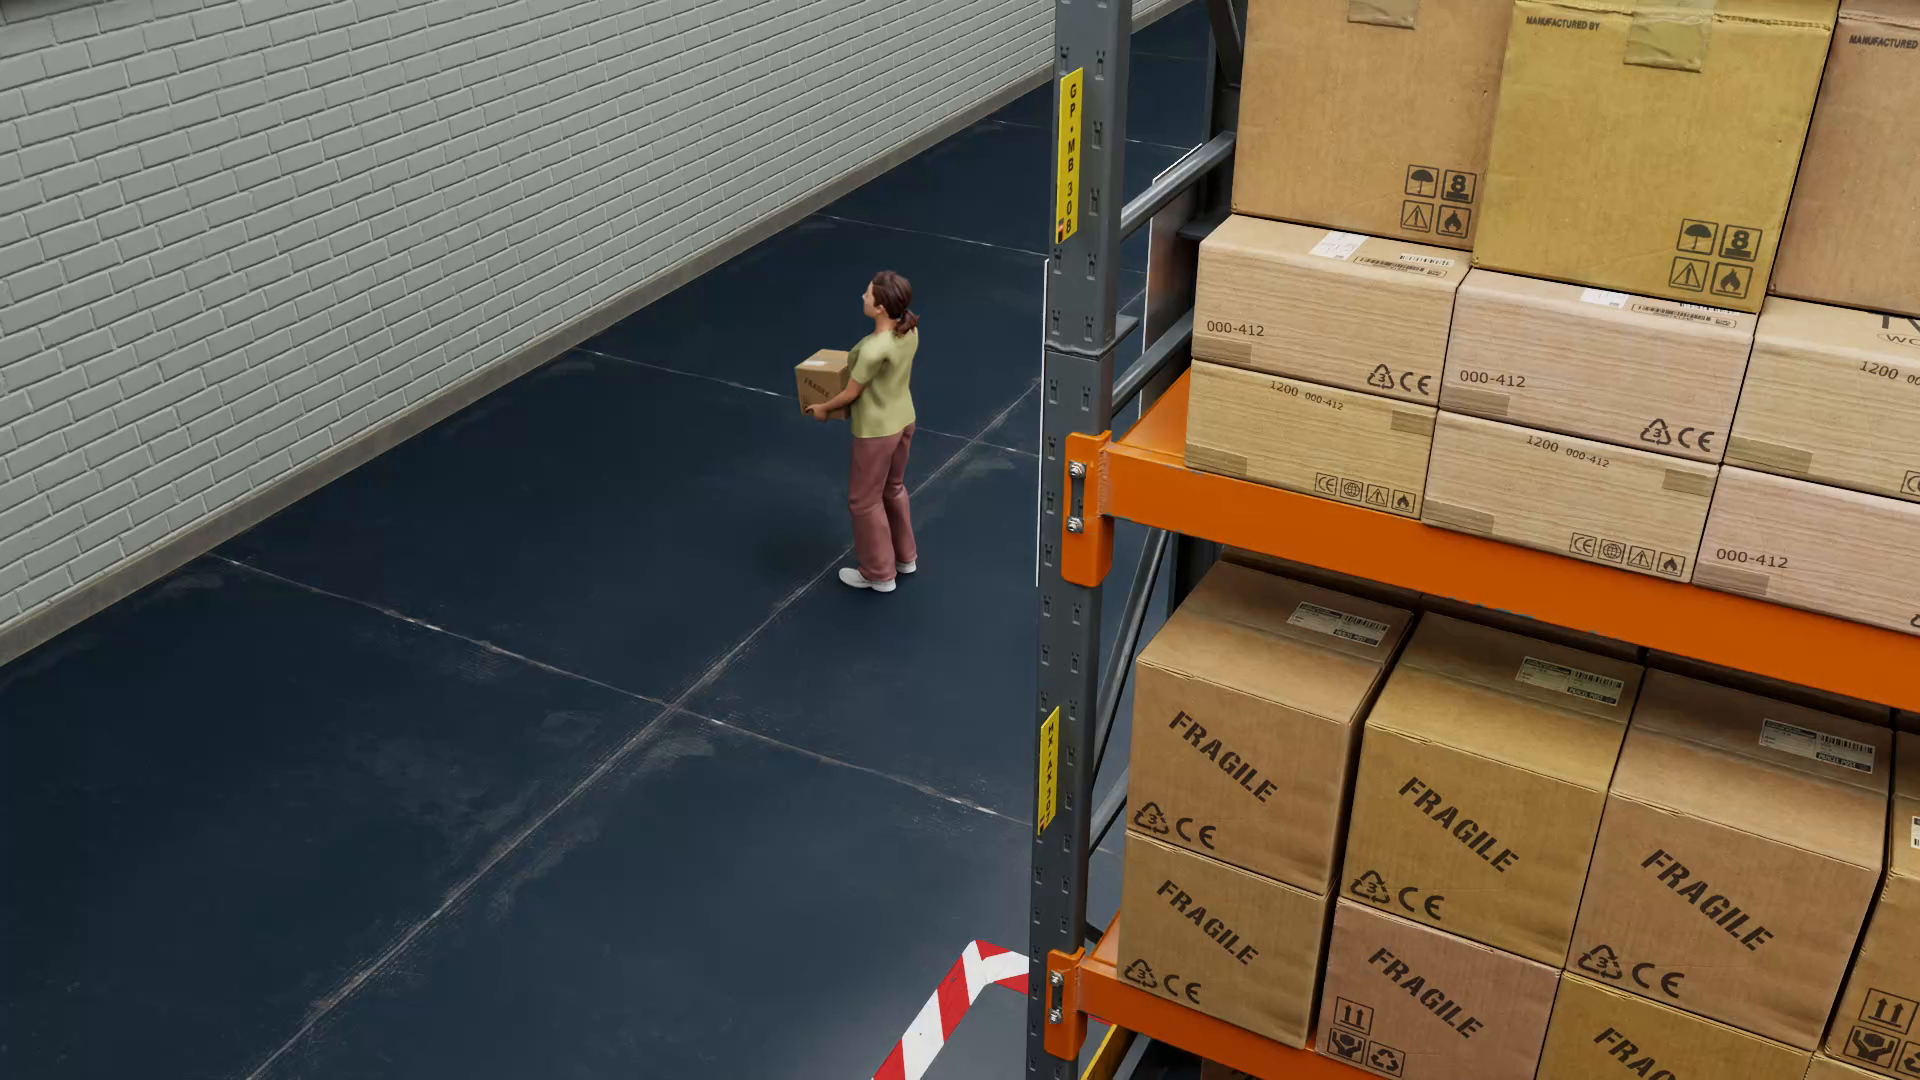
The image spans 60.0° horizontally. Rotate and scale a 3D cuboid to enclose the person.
[{"bbox_3d":[-0.442,-0.543,8.076,0.559,1.662,0.428,15,33,23],"label":"person"}]
